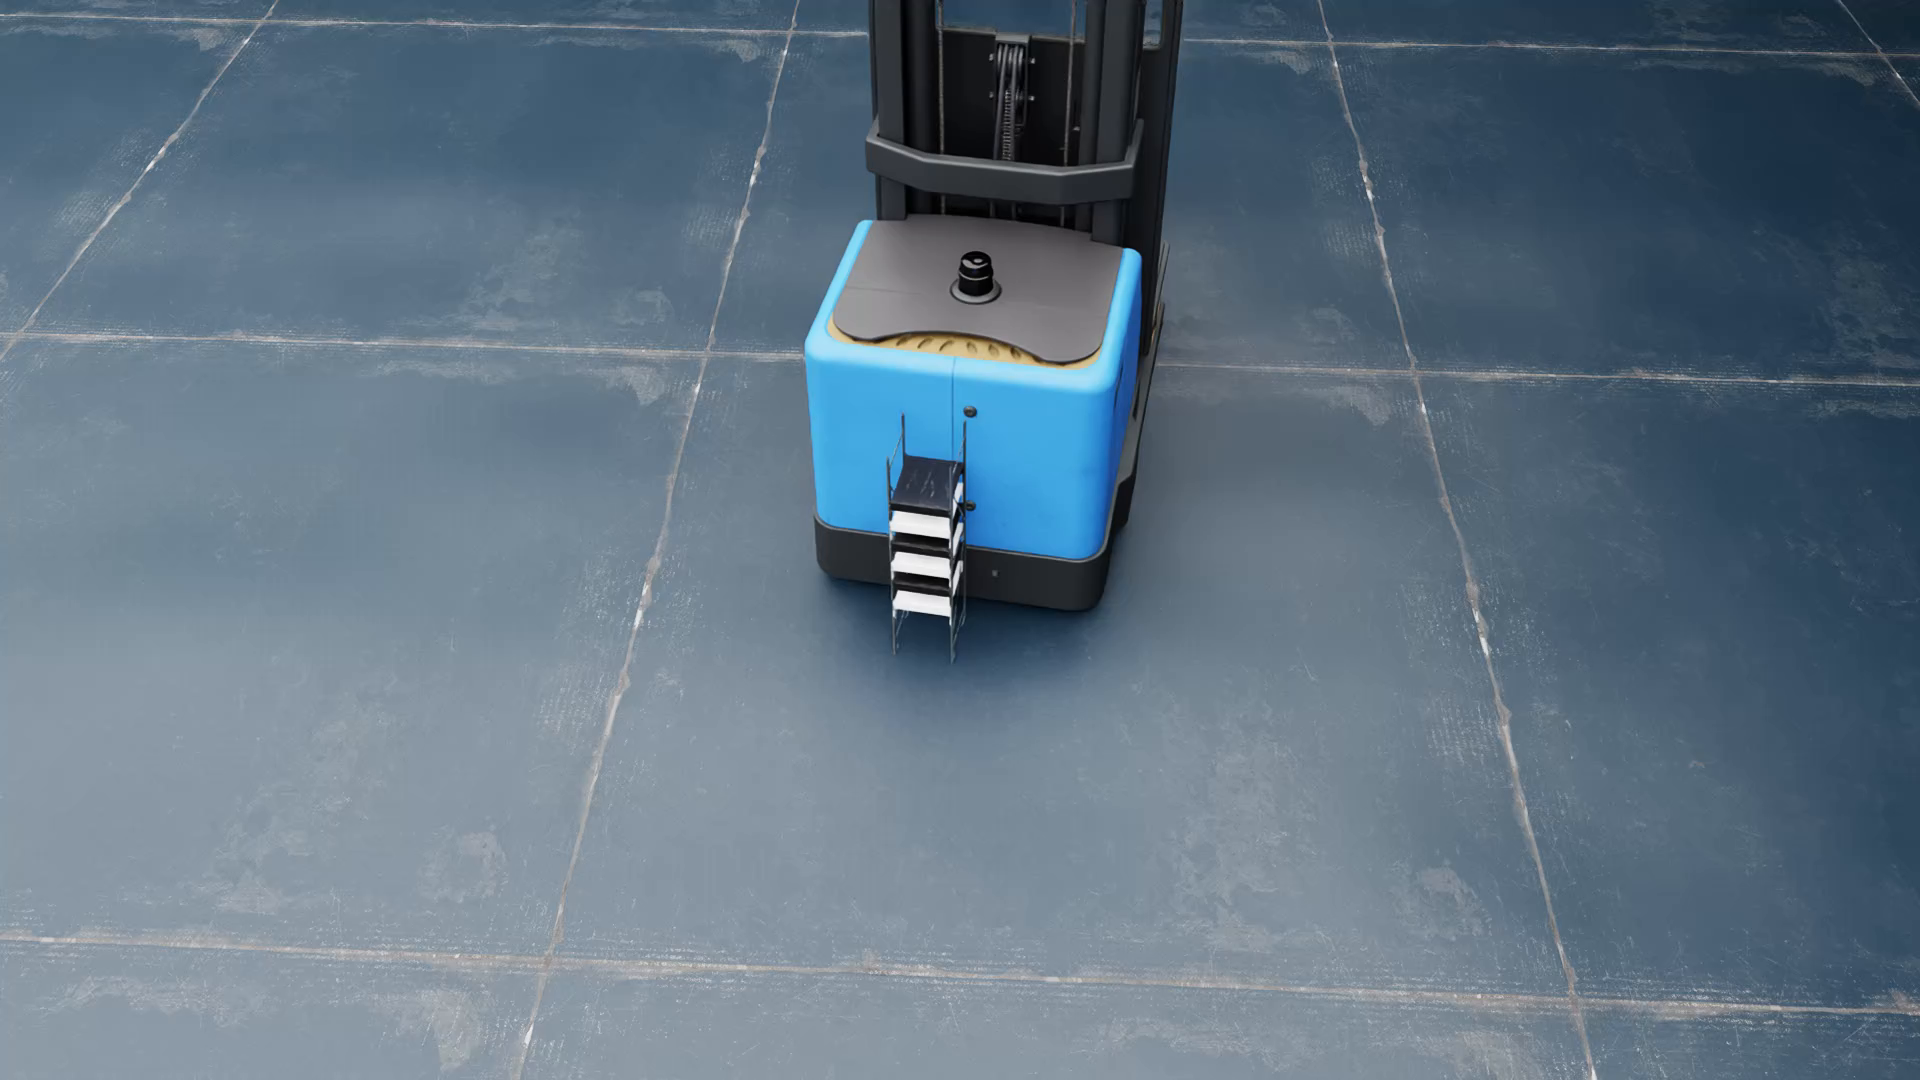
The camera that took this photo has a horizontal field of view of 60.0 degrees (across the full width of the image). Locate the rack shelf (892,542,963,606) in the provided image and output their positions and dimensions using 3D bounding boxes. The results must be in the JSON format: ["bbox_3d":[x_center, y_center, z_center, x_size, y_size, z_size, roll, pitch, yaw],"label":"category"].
[{"bbox_3d":[-0.105,0.099,5.663,0.200,0.077,0.258,8,44,8],"label":"rack shelf"}]

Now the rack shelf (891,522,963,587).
[{"bbox_3d":[-0.105,0.034,5.602,0.200,0.077,0.258,8,44,8],"label":"rack shelf"}]

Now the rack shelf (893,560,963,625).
[{"bbox_3d":[-0.105,0.165,5.725,0.200,0.077,0.258,8,44,8],"label":"rack shelf"}]

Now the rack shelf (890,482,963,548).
[{"bbox_3d":[-0.106,-0.098,5.479,0.200,0.077,0.258,8,44,8],"label":"rack shelf"}]

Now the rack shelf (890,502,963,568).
[{"bbox_3d":[-0.105,-0.032,5.540,0.200,0.077,0.258,8,44,8],"label":"rack shelf"}]

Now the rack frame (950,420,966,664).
[{"bbox_3d":[-0.006,0.023,5.565,0.006,0.900,0.240,8,44,8],"label":"rack frame"}]

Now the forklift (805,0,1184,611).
[{"bbox_3d":[0.271,-1.839,6.073,1.130,2.935,3.031,8,44,8],"label":"forklift"}]

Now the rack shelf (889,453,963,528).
[{"bbox_3d":[-0.106,-0.163,5.417,0.200,0.077,0.258,8,44,8],"label":"rack shelf"}]

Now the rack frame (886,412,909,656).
[{"bbox_3d":[-0.205,-0.004,5.594,0.006,0.900,0.240,8,44,8],"label":"rack frame"}]

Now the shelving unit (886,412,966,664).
[{"bbox_3d":[-0.105,0.009,5.579,0.210,0.900,0.258,8,44,8],"label":"shelving unit"}]
